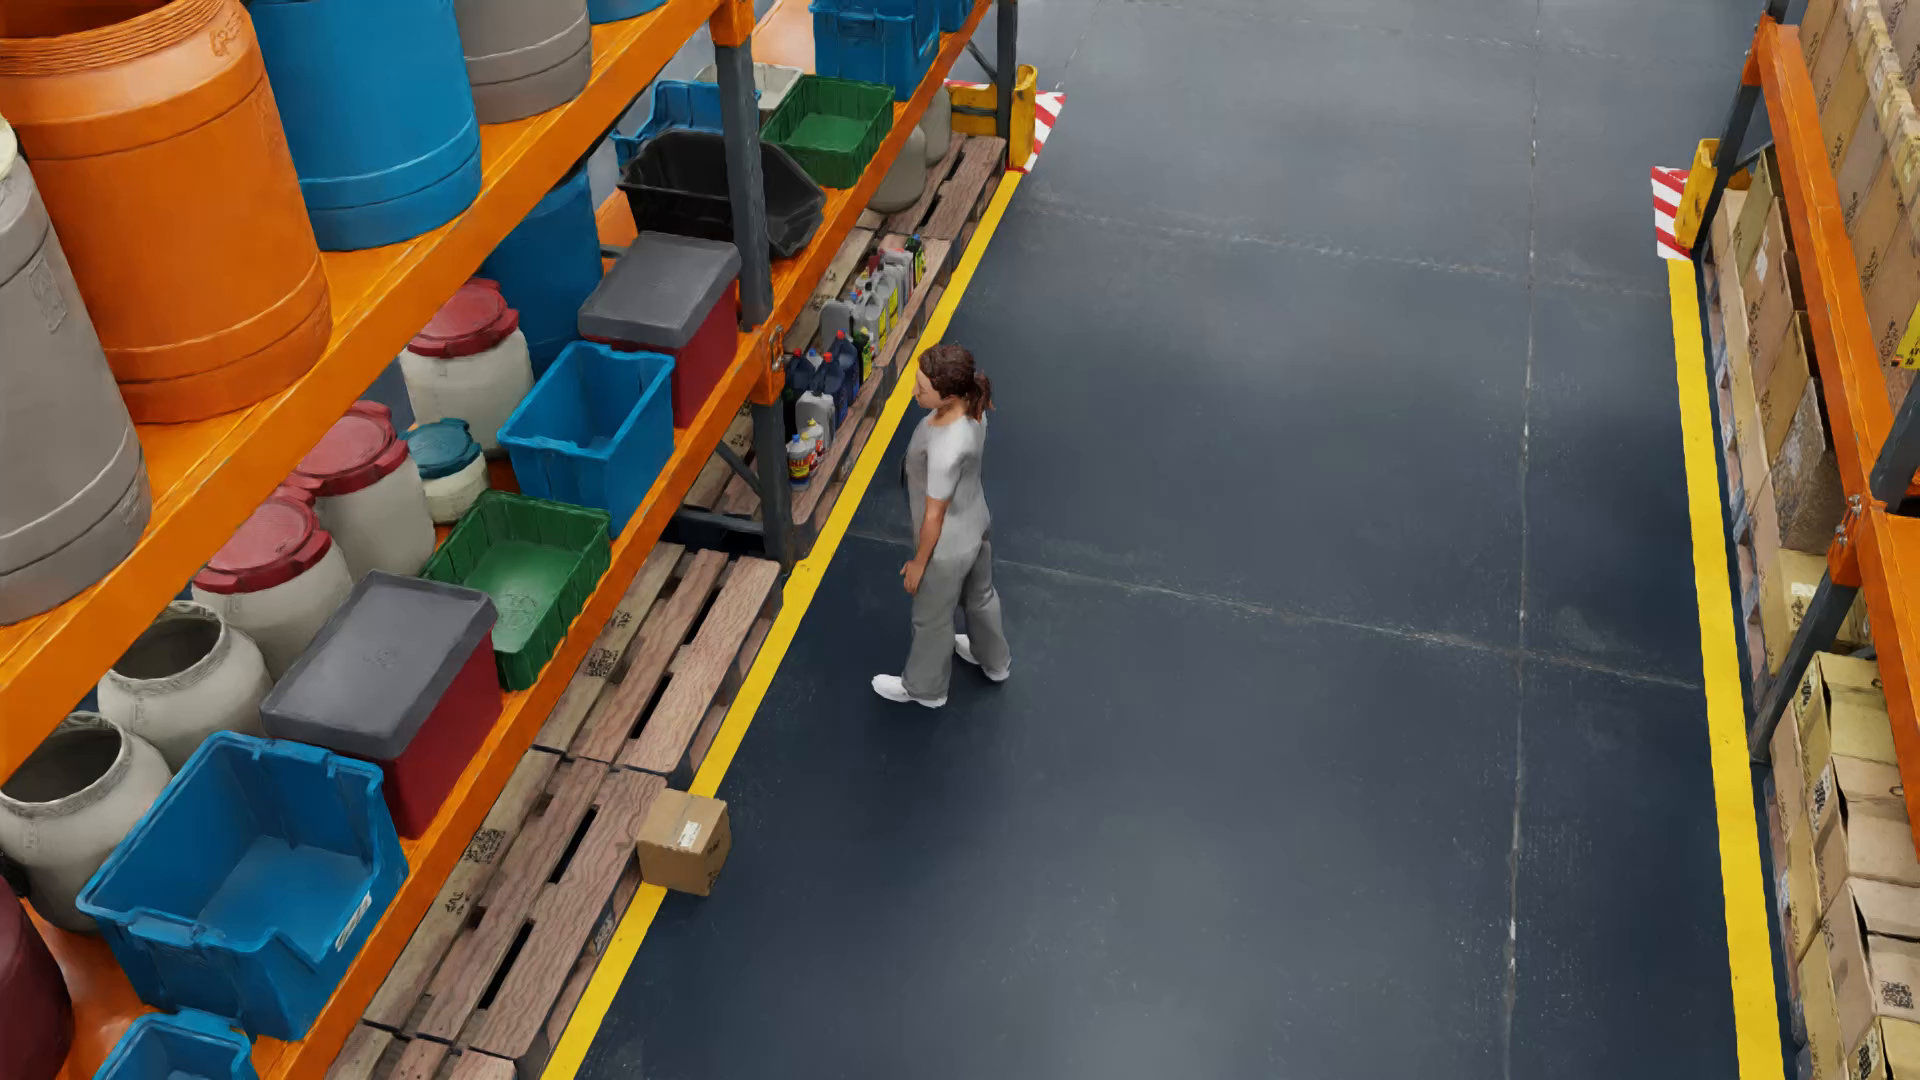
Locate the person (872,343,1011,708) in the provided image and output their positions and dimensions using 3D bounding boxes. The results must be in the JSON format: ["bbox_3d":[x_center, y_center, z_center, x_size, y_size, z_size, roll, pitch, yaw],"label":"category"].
[{"bbox_3d":[-0.076,-0.043,6.183,0.518,1.670,0.544,10,42,11],"label":"person"}]
